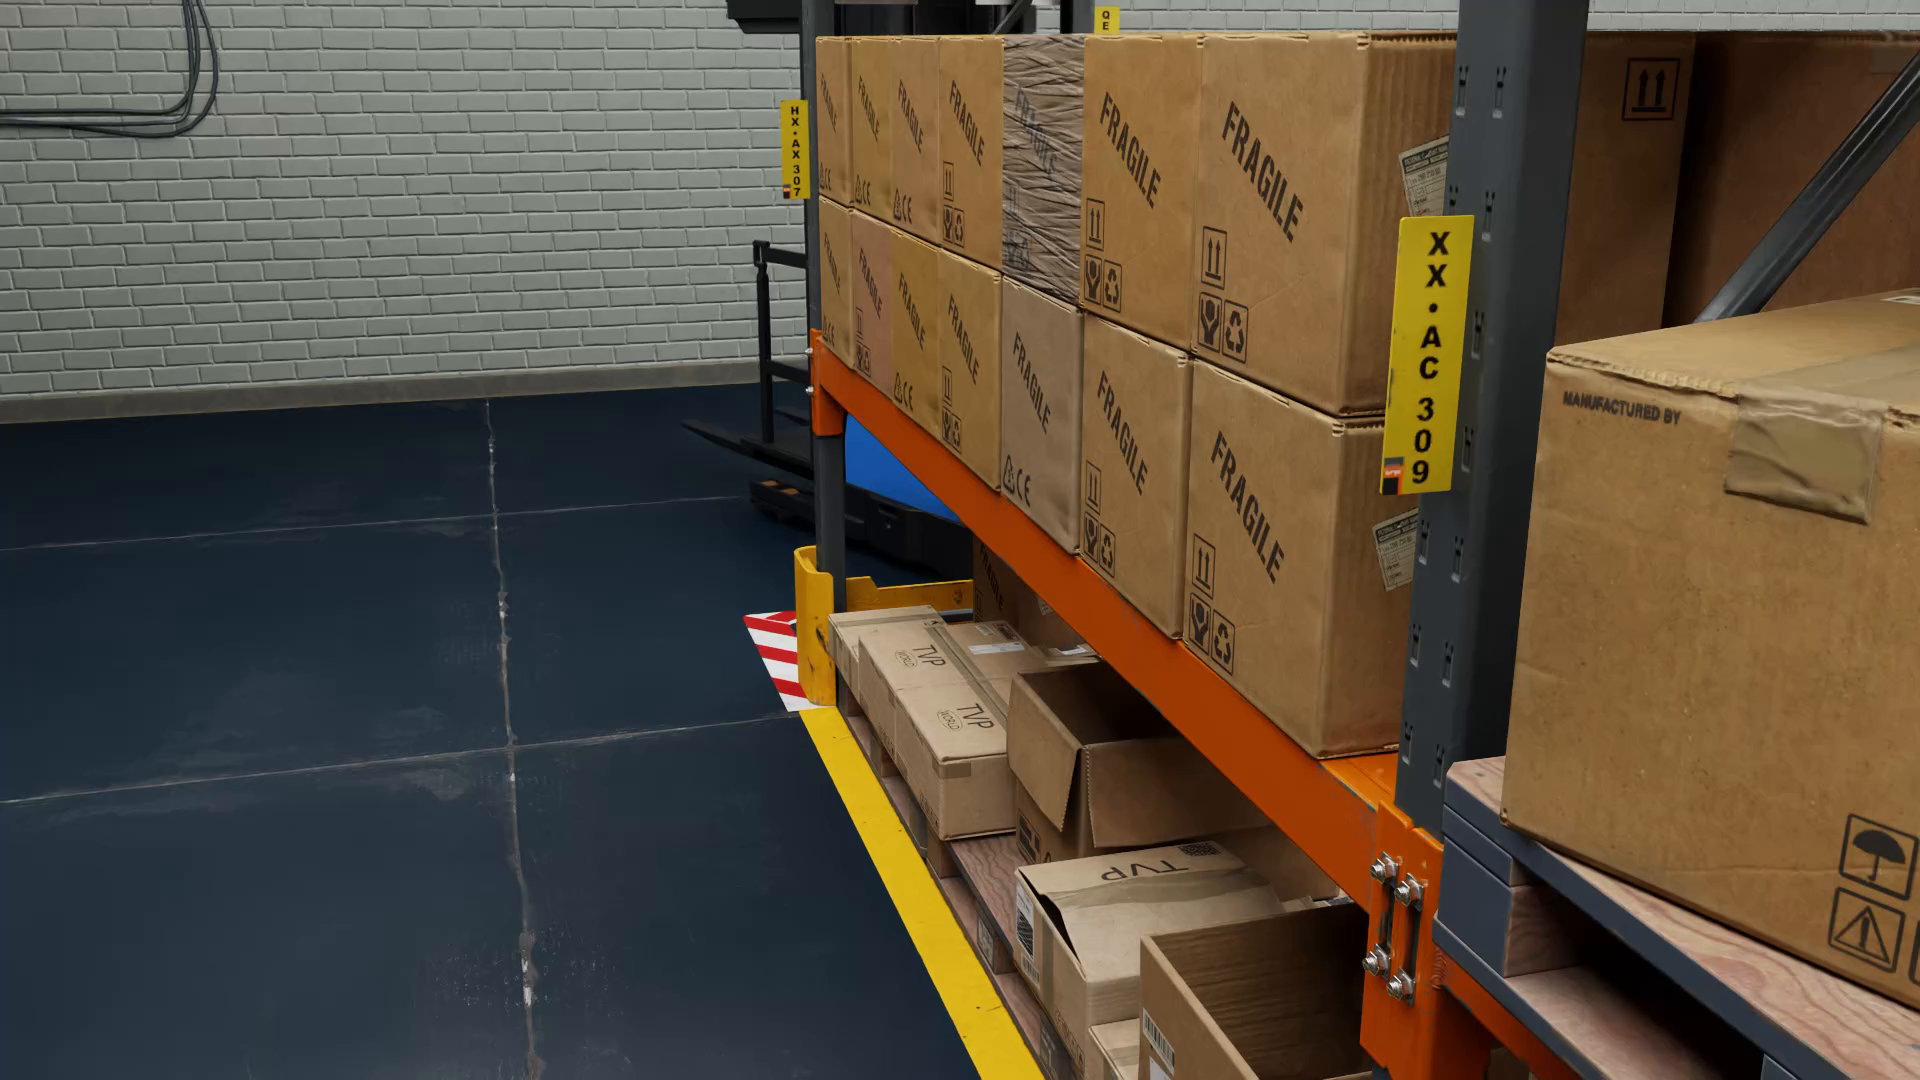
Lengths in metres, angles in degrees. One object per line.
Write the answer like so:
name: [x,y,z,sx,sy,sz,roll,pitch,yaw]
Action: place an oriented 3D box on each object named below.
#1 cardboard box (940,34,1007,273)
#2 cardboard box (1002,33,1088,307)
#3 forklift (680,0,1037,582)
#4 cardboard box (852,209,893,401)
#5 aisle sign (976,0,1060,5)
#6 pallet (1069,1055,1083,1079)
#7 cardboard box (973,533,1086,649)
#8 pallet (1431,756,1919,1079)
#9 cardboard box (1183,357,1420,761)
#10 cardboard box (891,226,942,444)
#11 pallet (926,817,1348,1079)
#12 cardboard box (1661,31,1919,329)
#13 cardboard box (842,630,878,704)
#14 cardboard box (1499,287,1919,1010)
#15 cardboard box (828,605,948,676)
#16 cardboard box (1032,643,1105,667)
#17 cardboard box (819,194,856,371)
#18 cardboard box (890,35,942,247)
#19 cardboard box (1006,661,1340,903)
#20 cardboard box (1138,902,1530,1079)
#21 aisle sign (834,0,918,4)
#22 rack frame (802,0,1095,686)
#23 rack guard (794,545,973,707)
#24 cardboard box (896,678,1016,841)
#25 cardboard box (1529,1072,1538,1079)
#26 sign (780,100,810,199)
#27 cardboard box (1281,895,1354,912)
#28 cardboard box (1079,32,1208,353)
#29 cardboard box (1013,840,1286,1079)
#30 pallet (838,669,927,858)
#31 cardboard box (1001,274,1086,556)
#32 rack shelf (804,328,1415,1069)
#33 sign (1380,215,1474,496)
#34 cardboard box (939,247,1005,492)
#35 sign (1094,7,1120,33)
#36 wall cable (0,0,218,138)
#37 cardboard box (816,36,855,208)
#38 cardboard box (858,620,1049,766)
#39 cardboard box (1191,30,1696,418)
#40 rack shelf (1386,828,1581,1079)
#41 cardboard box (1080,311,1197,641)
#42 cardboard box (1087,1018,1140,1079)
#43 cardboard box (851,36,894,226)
cardboard box: [0.260,-0.909,3.854,0.500,0.500,0.500,-5,17,-16]
cardboard box: [0.397,-0.770,3.390,0.500,0.500,0.500,-5,17,-15]
forklift: [-0.405,-1.571,8.087,1.130,2.935,3.031,-12,21,-35]
cardboard box: [-0.017,-0.712,4.933,0.500,0.500,0.500,-5,17,-16]
aisle sign: [0.243,-2.238,5.669,0.394,0.787,0.004,-5,17,-15]
pallet: [0.879,1.302,3.250,1.003,0.211,1.213,-5,17,-15]
cardboard box: [0.354,0.168,5.760,0.500,0.500,0.500,-5,17,-15]
pallet: [1.182,0.478,1.479,1.003,0.211,1.213,-5,17,-15]
cardboard box: [0.683,-0.009,2.594,0.500,0.500,0.500,-4,17,-14]
cardboard box: [0.118,-0.572,4.470,0.500,0.500,0.500,-5,17,-15]
pallet: [0.540,0.964,4.375,1.003,0.211,1.213,-5,17,-15]
cardboard box: [1.208,-0.522,2.565,0.500,0.500,0.500,-4,17,-14]
cardboard box: [-0.179,0.409,5.537,0.380,0.166,0.250,-5,17,-15]
cardboard box: [0.982,0.057,1.646,0.700,0.500,0.500,-12,20,-34]
cardboard box: [-0.248,0.348,5.770,0.380,0.149,0.250,-5,17,-15]
cardboard box: [0.379,0.447,5.411,0.380,0.166,0.250,-5,17,-15]
cardboard box: [-0.164,-0.854,5.407,0.500,0.500,0.500,-4,17,-14]
cardboard box: [0.120,-1.050,4.322,0.500,0.500,0.500,-4,17,-14]
cardboard box: [0.546,0.622,4.240,0.797,0.503,0.637,-5,17,-15]
cardboard box: [0.638,1.008,2.962,0.500,0.500,0.500,-5,17,-15]
aisle sign: [-0.333,-2.190,5.511,0.394,0.787,0.004,-5,17,-15]
rack frame: [-0.032,-0.950,5.899,1.000,3.000,0.127,-5,17,-15]
rack guard: [-0.011,0.269,6.189,1.175,0.500,0.348,-5,17,-15]
cardboard box: [0.119,0.606,4.735,0.500,0.250,0.500,-5,17,-15]
cardboard box: [1.160,1.101,2.983,0.500,0.311,0.500,-5,17,-15]
sign: [-0.554,-1.321,5.632,0.100,0.325,0.005,-5,17,-15]
cardboard box: [0.912,0.931,3.797,0.380,0.166,0.250,-5,17,-15]
cardboard box: [0.536,-0.631,2.926,0.500,0.500,0.500,-5,17,-16]
cardboard box: [0.432,0.891,3.680,0.500,0.311,0.500,-5,17,-15]
pallet: [0.209,0.628,5.496,1.003,0.211,1.213,-5,17,-15]
cardboard box: [0.397,-0.293,3.541,0.500,0.500,0.500,-4,17,-14]
rack shelf: [0.517,-0.052,4.161,1.077,0.370,4.000,-5,17,-15]
sign: [0.547,-0.213,1.941,0.100,0.325,0.005,-5,17,-15]
cardboard box: [0.254,-0.434,4.009,0.500,0.500,0.500,-4,17,-15]
sign: [0.507,-1.694,5.815,0.100,0.325,0.005,-5,17,-15]
wall cable: [-6.005,-3.536,9.478,3.097,2.526,0.112,-5,17,-15]
cardboard box: [-0.164,-1.333,5.263,0.500,0.500,0.500,-4,17,-14]
cardboard box: [-0.018,0.468,5.196,0.500,0.250,0.500,-5,17,-15]
cardboard box: [0.679,-0.489,2.455,0.500,0.500,0.500,-5,17,-15]
rack shelf: [1.617,1.055,0.478,1.077,0.370,4.000,-5,17,-15]
cardboard box: [0.540,-0.151,3.069,0.500,0.500,0.500,-4,17,-14]
cardboard box: [0.477,1.077,3.342,0.380,0.149,0.250,-5,17,-15]
cardboard box: [-0.013,-1.189,4.784,0.500,0.500,0.500,-5,17,-15]
